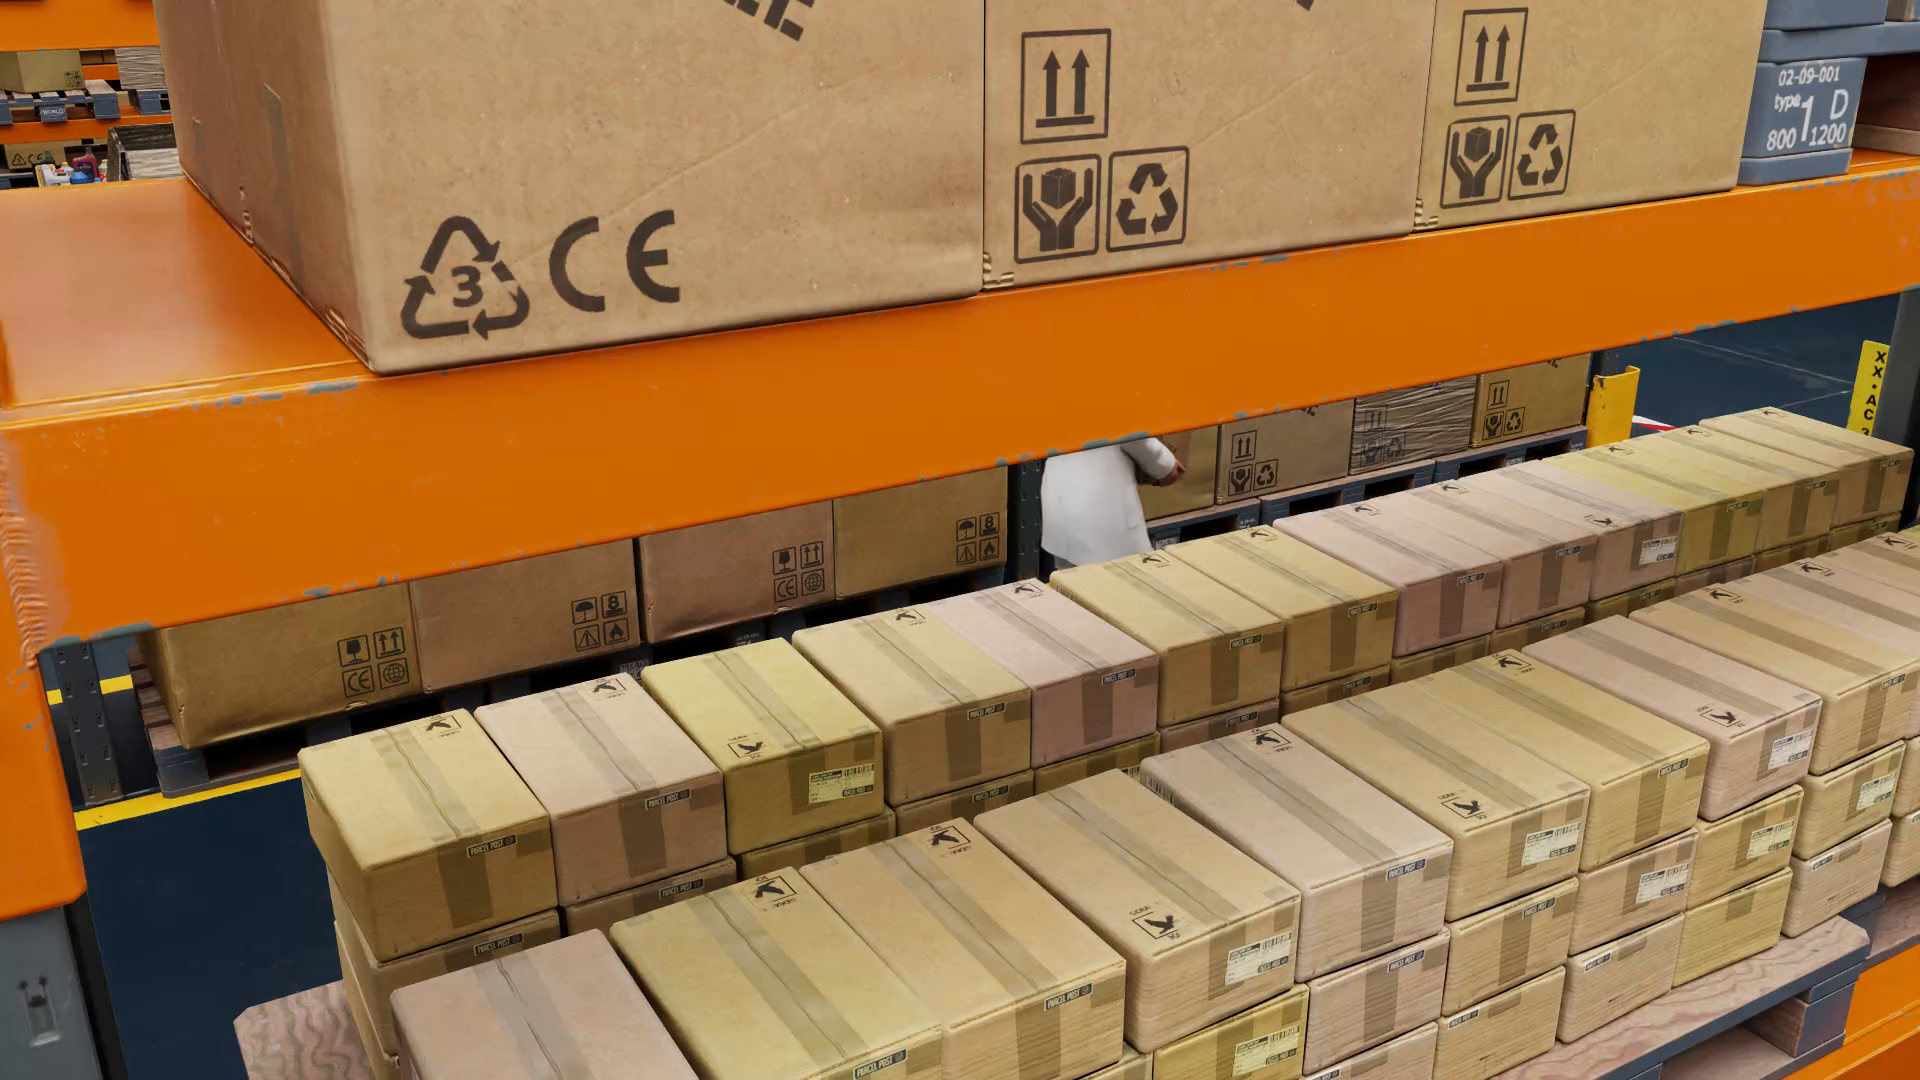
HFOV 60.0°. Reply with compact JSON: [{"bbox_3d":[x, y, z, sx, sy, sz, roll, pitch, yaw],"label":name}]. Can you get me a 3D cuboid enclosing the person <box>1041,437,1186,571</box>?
[{"bbox_3d":[0.583,-0.181,6.567,0.554,1.773,0.528,-15,26,-34],"label":"person"}]
